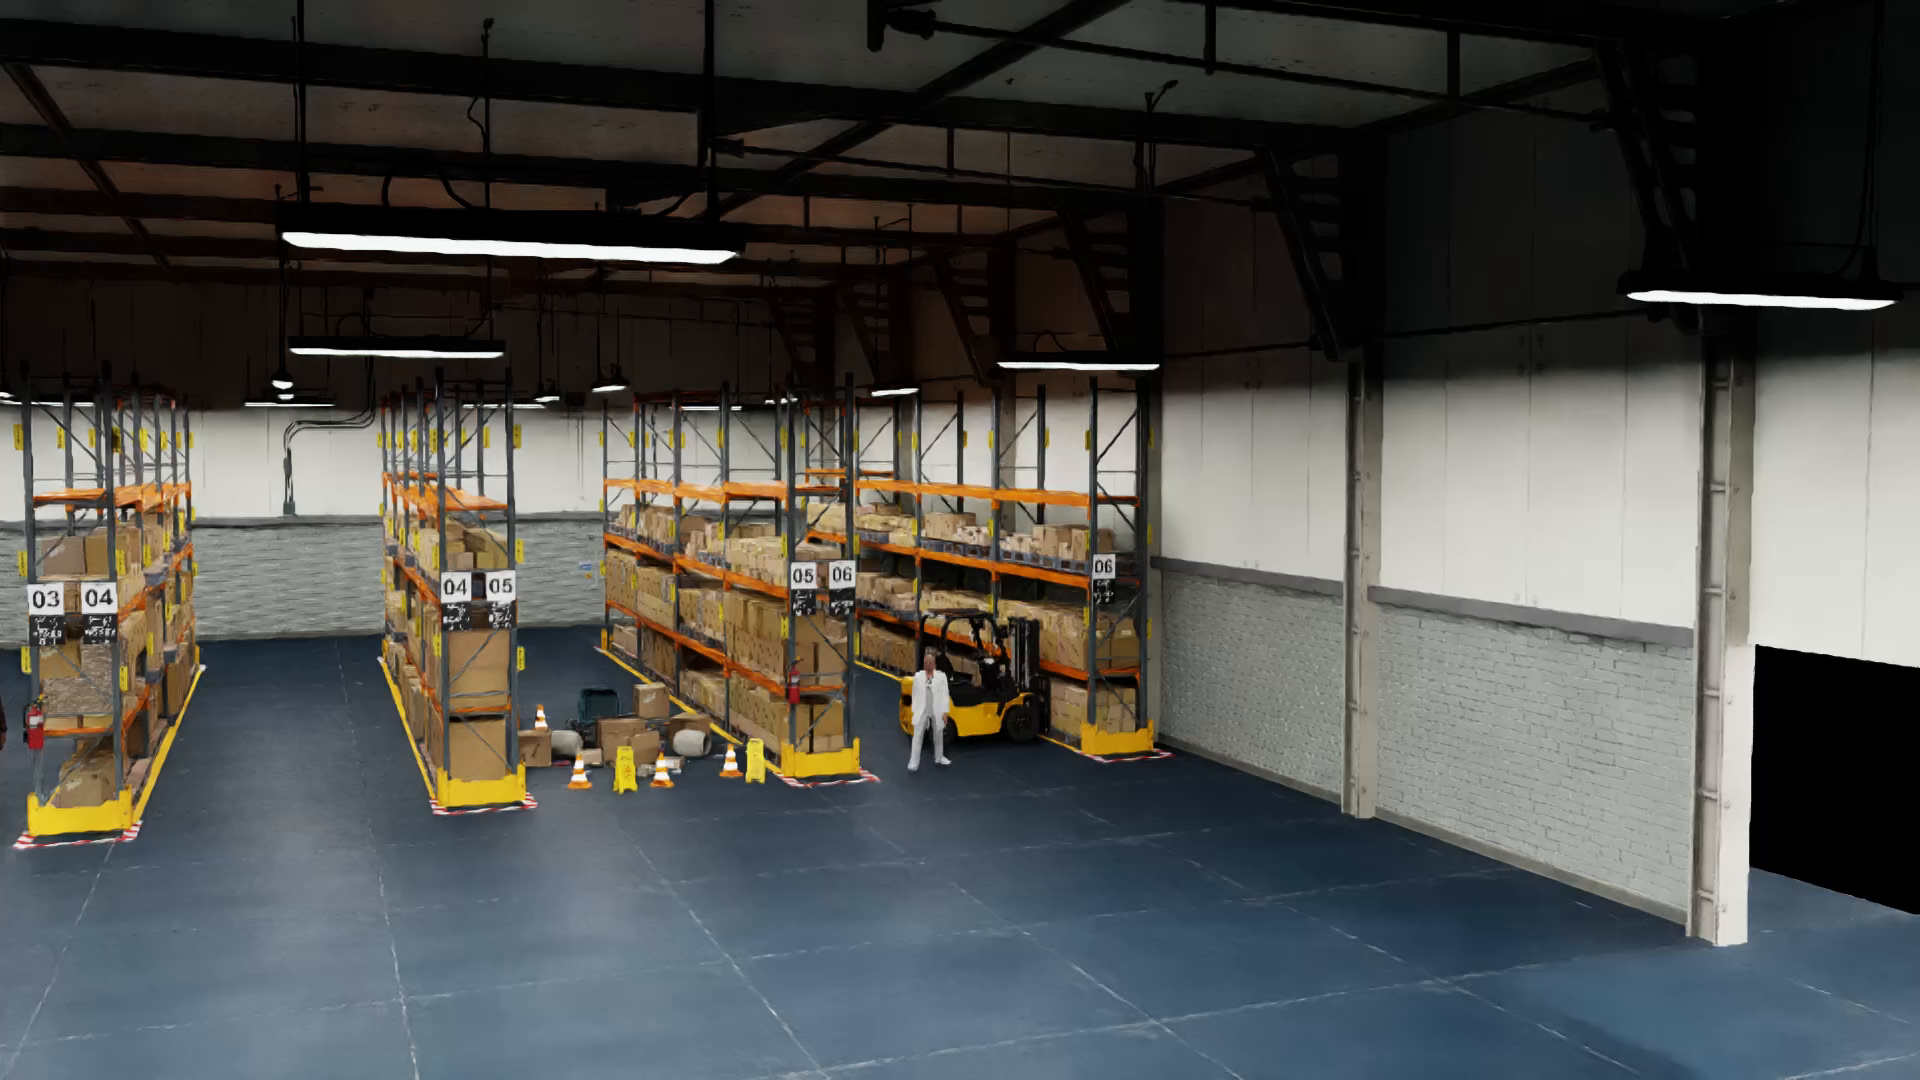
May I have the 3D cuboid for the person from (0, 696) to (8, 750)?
[{"bbox_3d":[-13.752,2.742,23.362,0.598,1.672,1.193,-1,4,-19],"label":"person"}]

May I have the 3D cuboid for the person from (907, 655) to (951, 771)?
[{"bbox_3d":[-0.458,2.604,25.205,0.625,1.739,0.983,0,3,3],"label":"person"}]
